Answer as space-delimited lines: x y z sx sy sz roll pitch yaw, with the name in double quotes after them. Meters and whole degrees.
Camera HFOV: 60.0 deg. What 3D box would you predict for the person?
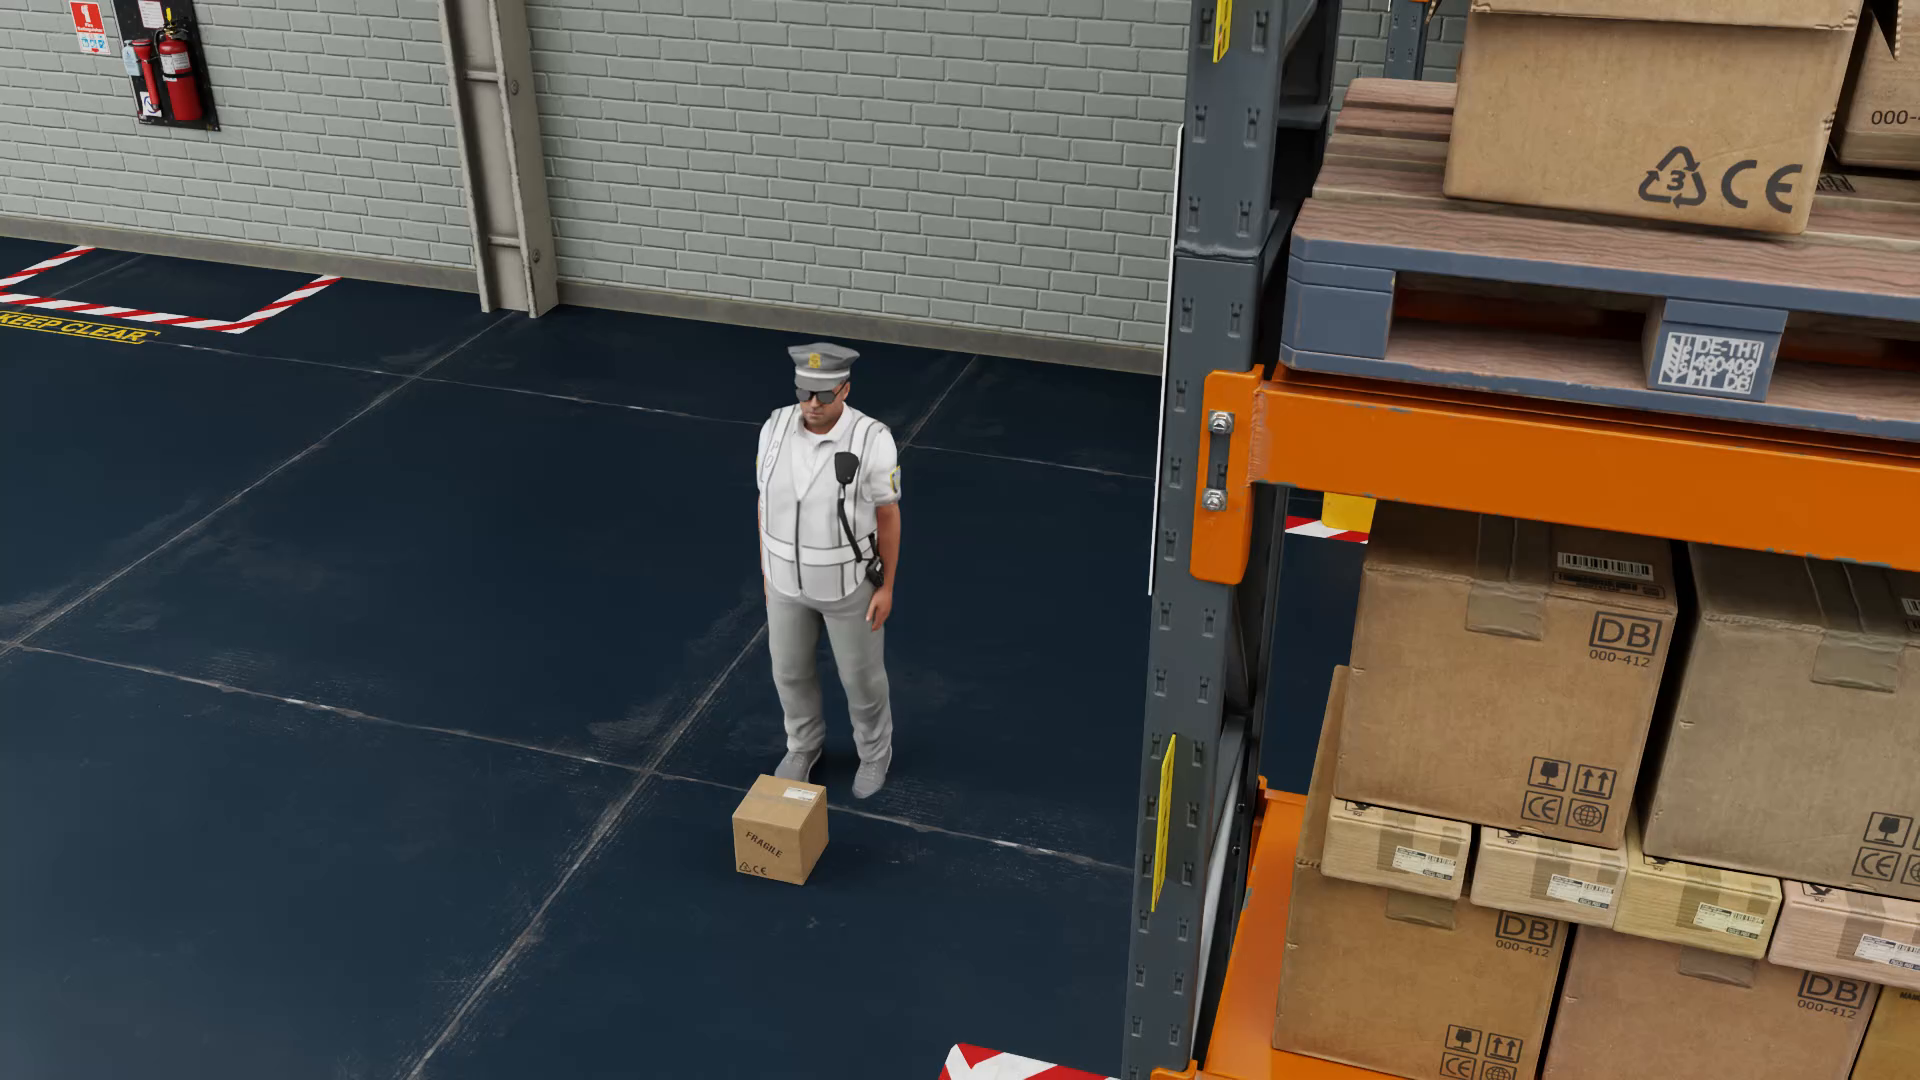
-0.471 0.147 5.893 0.527 1.810 0.397 9 30 16 "person"
